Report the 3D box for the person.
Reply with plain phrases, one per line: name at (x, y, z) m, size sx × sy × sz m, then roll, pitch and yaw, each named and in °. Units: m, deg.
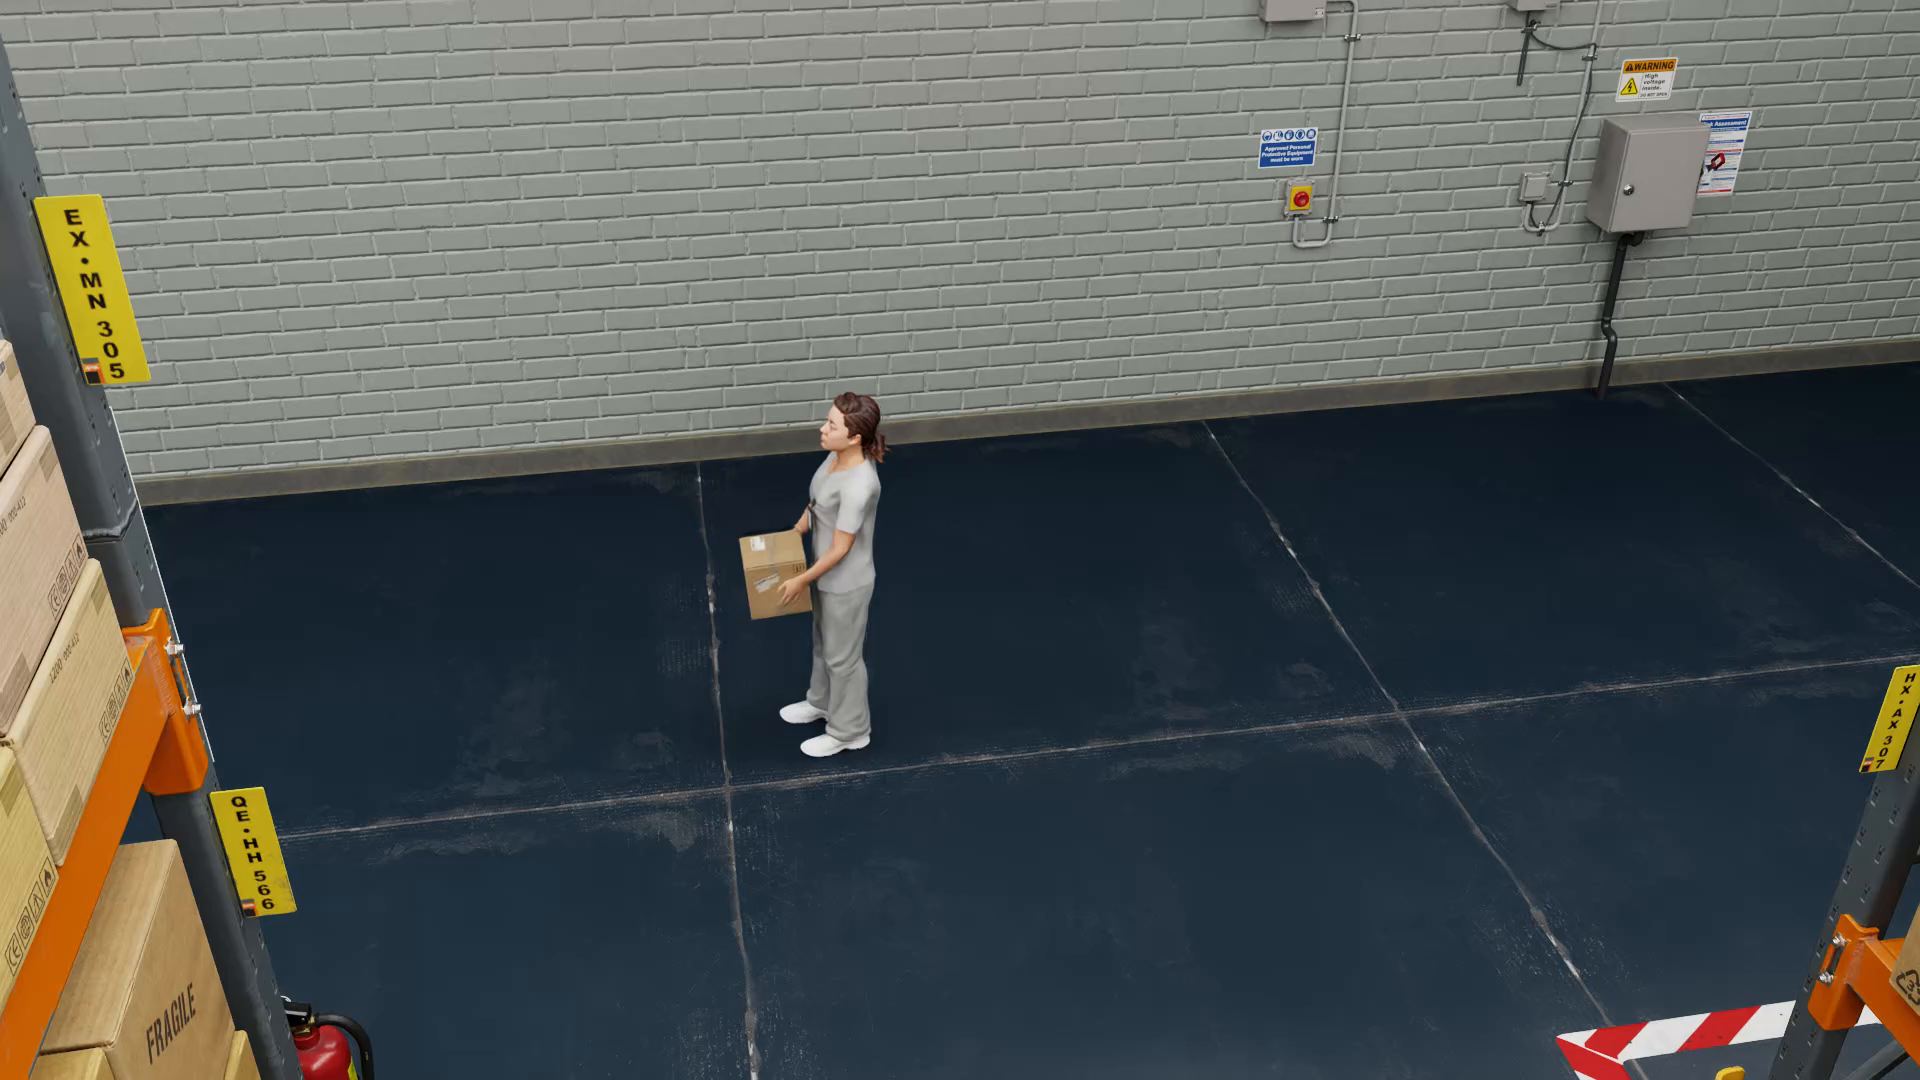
person at (-0.524, 0.155, 6.870) m, size 0.497 × 1.677 × 0.480 m, roll -6°, pitch 31°, yaw -10°
